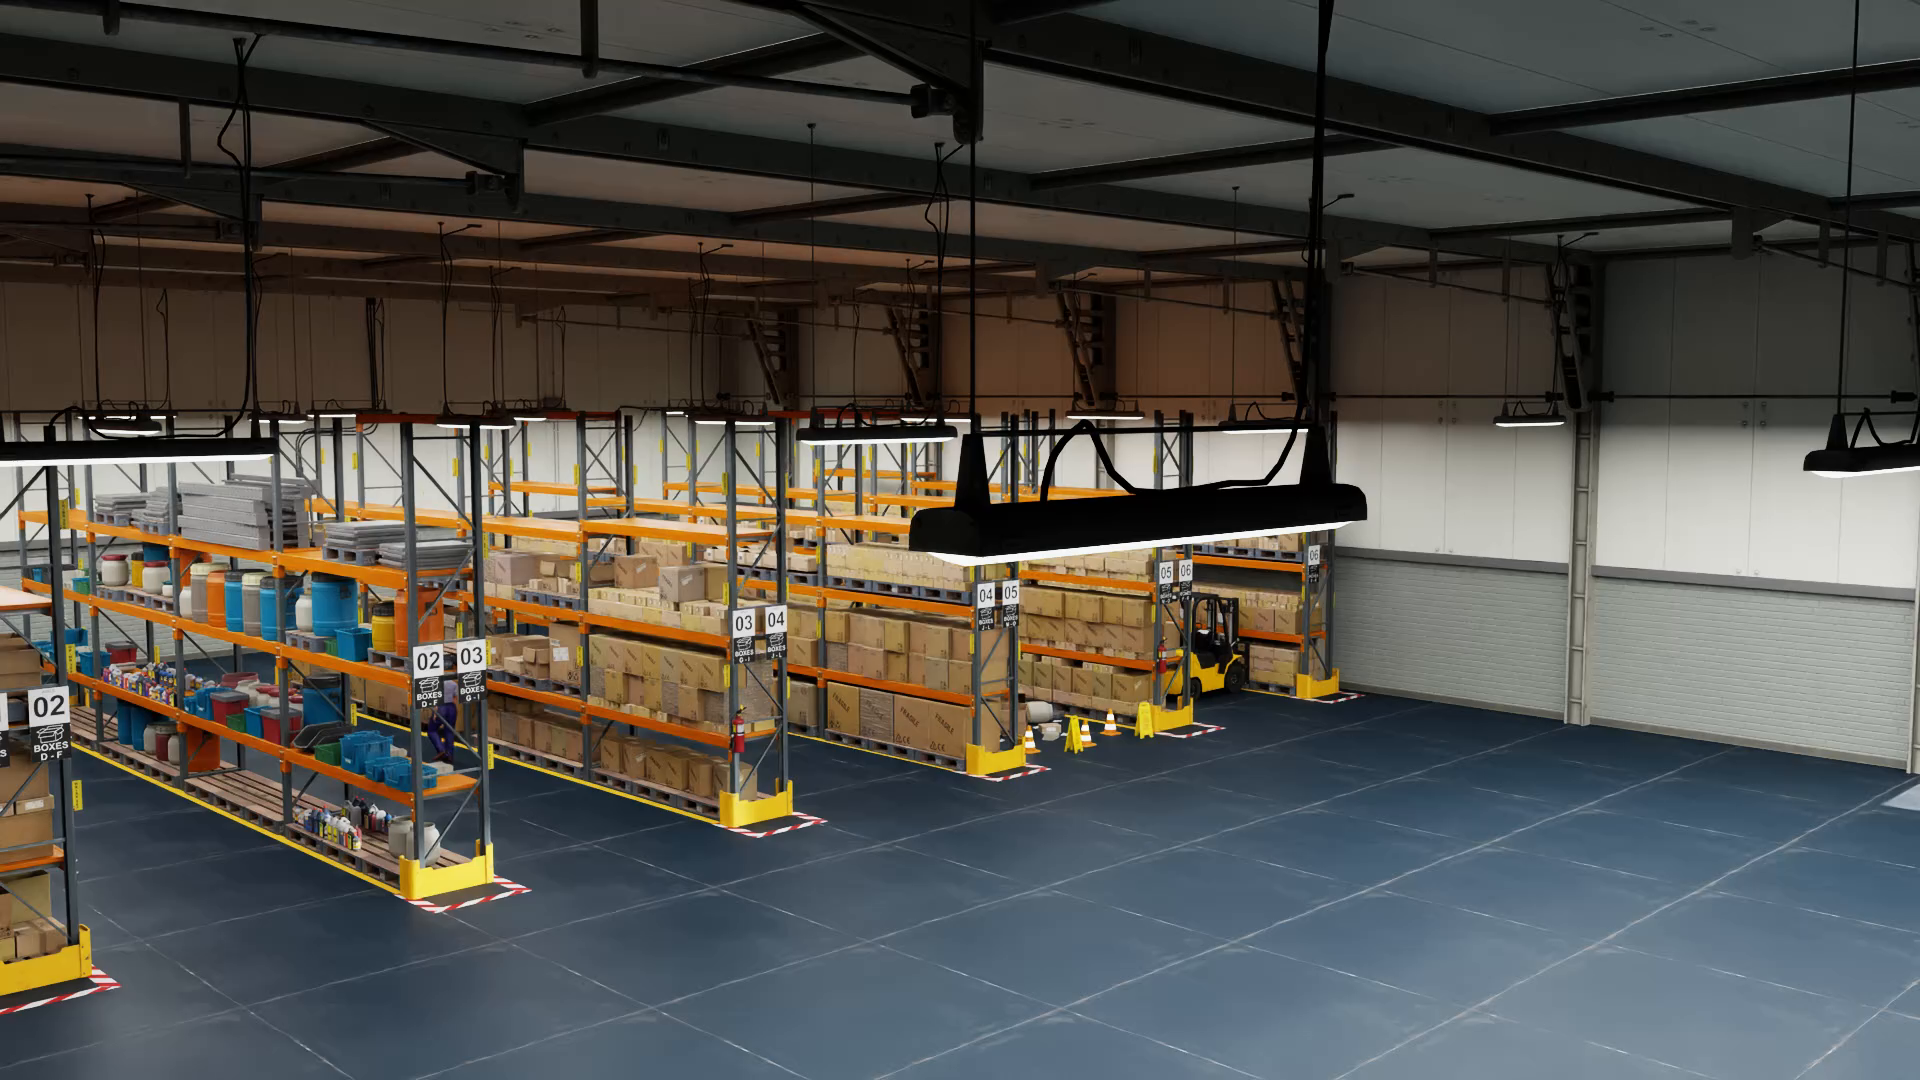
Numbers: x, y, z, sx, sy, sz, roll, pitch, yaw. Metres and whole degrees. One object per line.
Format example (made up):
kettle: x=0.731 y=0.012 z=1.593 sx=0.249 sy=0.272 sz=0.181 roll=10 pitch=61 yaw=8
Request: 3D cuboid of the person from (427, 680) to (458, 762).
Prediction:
person: x=-8.927 y=3.008 z=28.773 sx=0.434 sy=1.649 sz=0.561 roll=4 pitch=7 yaw=41
